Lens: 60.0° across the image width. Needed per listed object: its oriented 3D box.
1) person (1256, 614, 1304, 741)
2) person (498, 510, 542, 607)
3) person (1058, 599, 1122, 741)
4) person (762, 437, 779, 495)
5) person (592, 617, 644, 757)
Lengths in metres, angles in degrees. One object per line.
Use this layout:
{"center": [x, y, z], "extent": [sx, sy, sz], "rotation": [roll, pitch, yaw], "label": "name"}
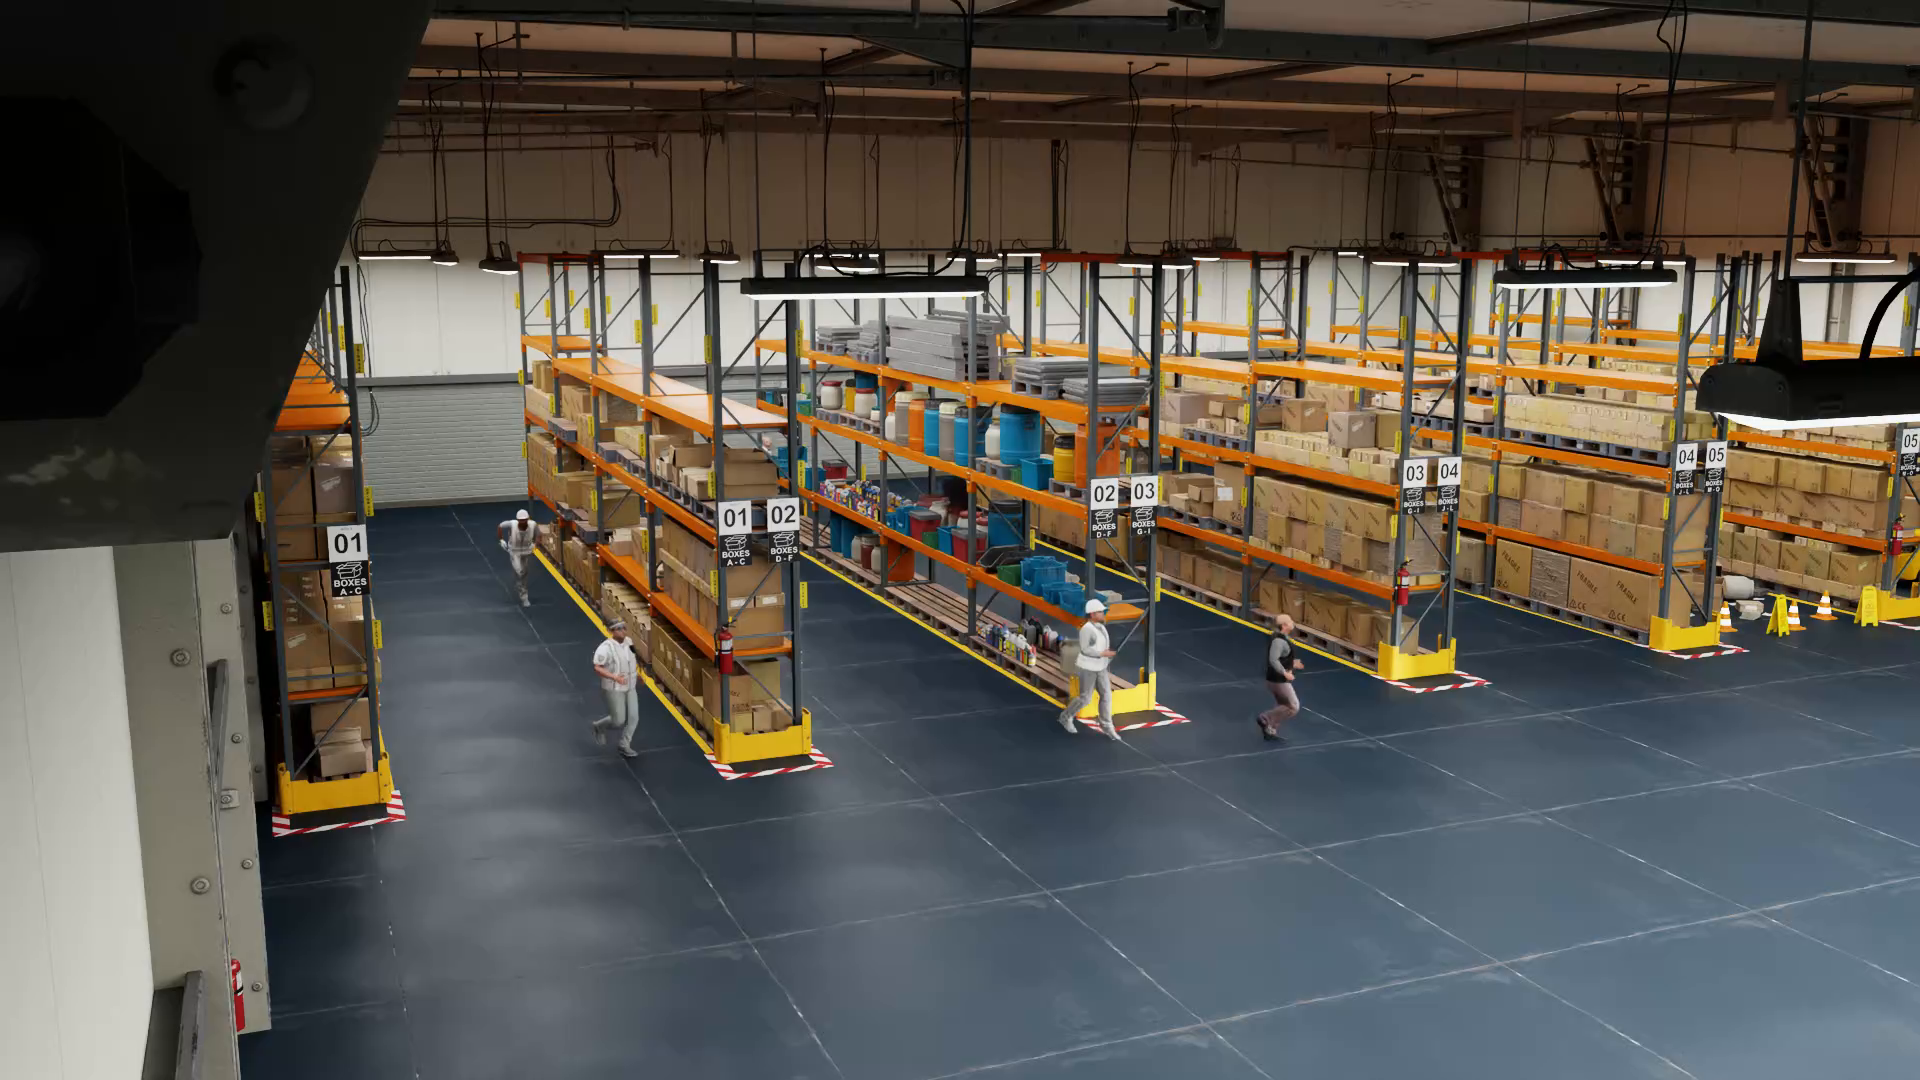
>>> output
{"center": [4.070, 1.745, 20.958], "extent": [0.555, 1.667, 0.664], "rotation": [1, 10, 5], "label": "person"}
{"center": [-7.668, 0.272, 28.992], "extent": [0.729, 1.732, 1.055], "rotation": [-4, 11, -23], "label": "person"}
{"center": [1.666, 1.645, 21.148], "extent": [0.821, 1.828, 0.670], "rotation": [6, 12, 30], "label": "person"}
{"center": [-4.538, -1.499, 38.487], "extent": [0.822, 1.781, 0.930], "rotation": [-1, 10, -4], "label": "person"}
{"center": [-4.206, 1.782, 20.457], "extent": [0.659, 1.741, 0.658], "rotation": [8, 13, 36], "label": "person"}
